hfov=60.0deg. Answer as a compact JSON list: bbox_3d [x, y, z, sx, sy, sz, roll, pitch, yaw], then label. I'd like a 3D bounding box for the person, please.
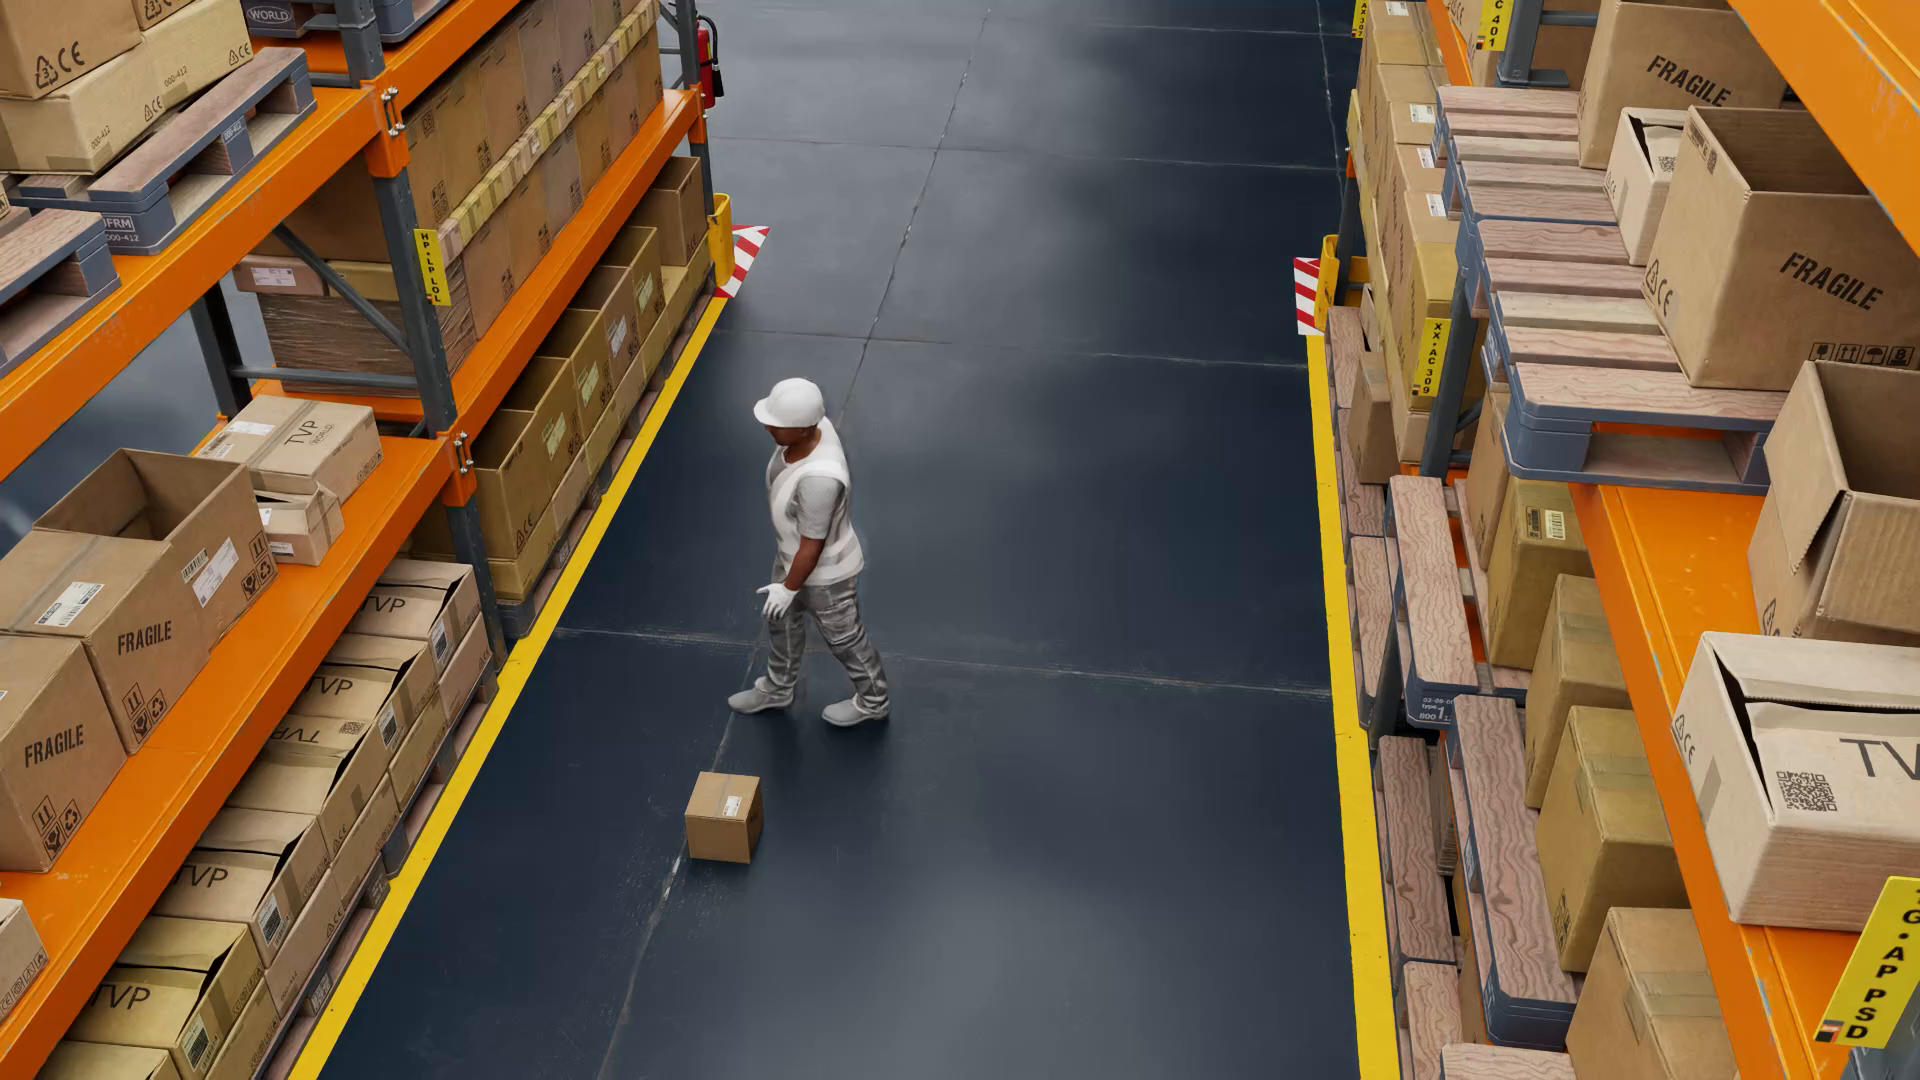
[{"bbox_3d":[-0.658,0.096,6.894,0.690,1.790,0.596,-10,37,-13],"label":"person"}]
